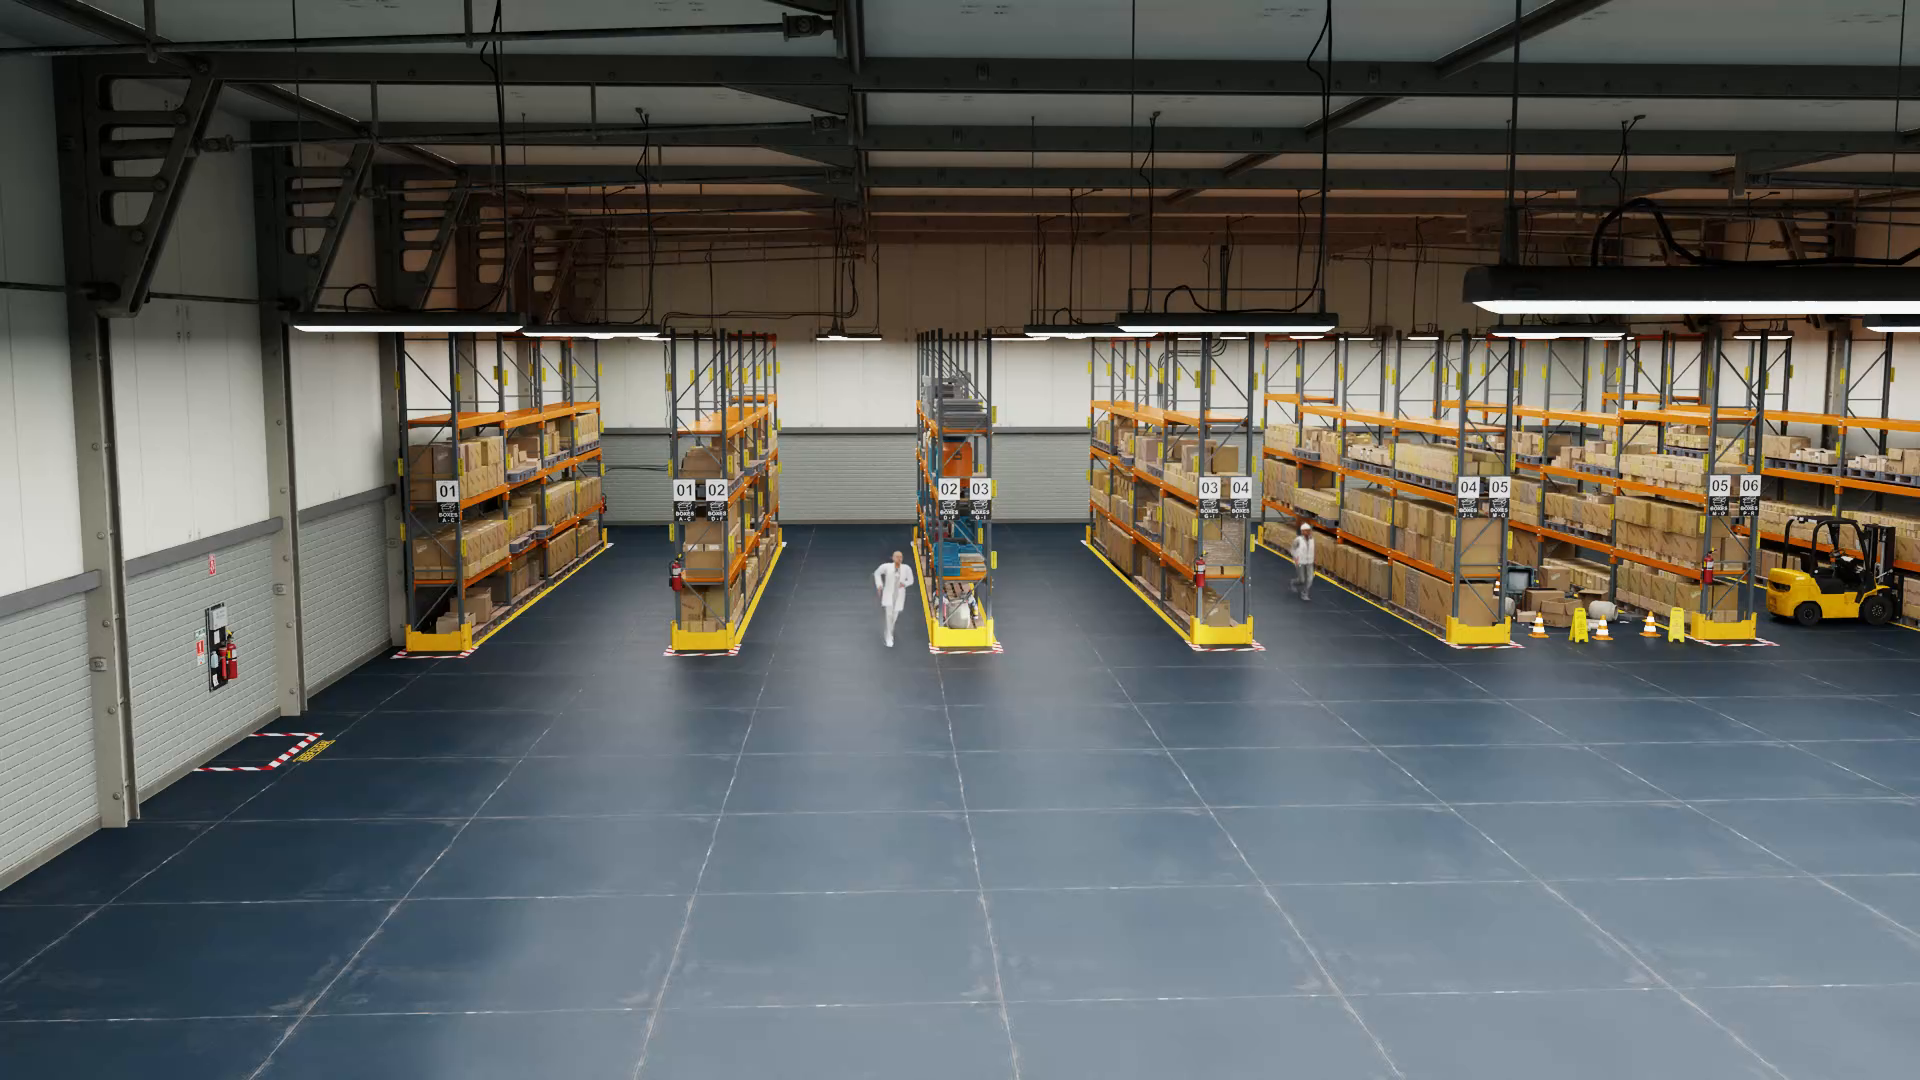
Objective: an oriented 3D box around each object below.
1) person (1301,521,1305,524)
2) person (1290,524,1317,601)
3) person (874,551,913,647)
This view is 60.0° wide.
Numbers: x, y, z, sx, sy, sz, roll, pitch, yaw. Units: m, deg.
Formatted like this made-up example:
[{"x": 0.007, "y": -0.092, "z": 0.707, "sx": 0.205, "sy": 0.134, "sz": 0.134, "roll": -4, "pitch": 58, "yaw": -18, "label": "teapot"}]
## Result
[{"x": 9.998, "y": -0.793, "z": 48.907, "sx": 0.606, "sy": 1.509, "sz": 0.494, "roll": -6, "pitch": 9, "yaw": -43, "label": "person"}, {"x": 7.697, "y": 0.481, "z": 37.312, "sx": 0.645, "sy": 1.727, "sz": 0.637, "roll": -2, "pitch": 7, "yaw": -13, "label": "person"}, {"x": -1.256, "y": 1.122, "z": 31.890, "sx": 0.720, "sy": 1.838, "sz": 0.911, "roll": -2, "pitch": 7, "yaw": -16, "label": "person"}]
